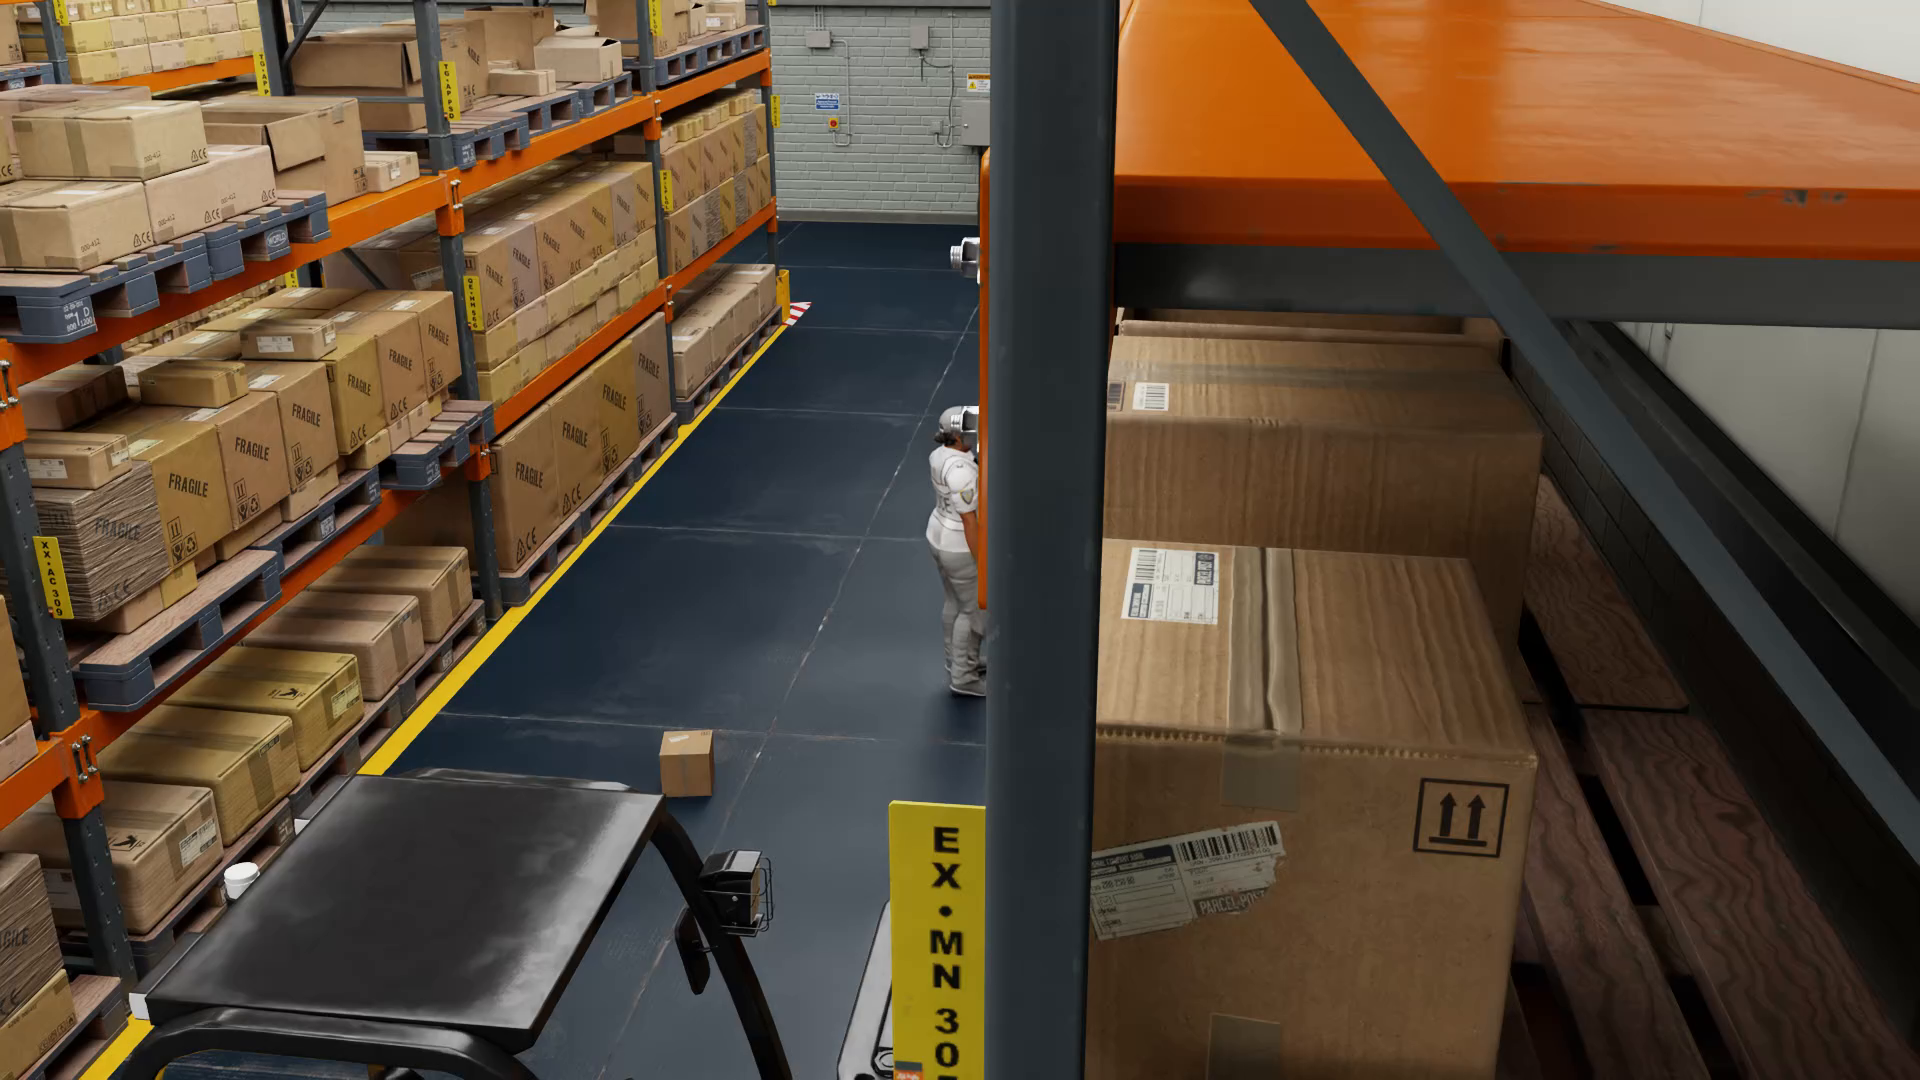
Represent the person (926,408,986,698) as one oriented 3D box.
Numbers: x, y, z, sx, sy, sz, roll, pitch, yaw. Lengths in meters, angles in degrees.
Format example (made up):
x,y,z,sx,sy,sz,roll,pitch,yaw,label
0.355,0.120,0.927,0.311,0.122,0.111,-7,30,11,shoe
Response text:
x,y,z,sx,sy,sz,roll,pitch,yaw,label
0.016,0.058,9.428,0.381,1.676,0.483,-6,22,-16,person
